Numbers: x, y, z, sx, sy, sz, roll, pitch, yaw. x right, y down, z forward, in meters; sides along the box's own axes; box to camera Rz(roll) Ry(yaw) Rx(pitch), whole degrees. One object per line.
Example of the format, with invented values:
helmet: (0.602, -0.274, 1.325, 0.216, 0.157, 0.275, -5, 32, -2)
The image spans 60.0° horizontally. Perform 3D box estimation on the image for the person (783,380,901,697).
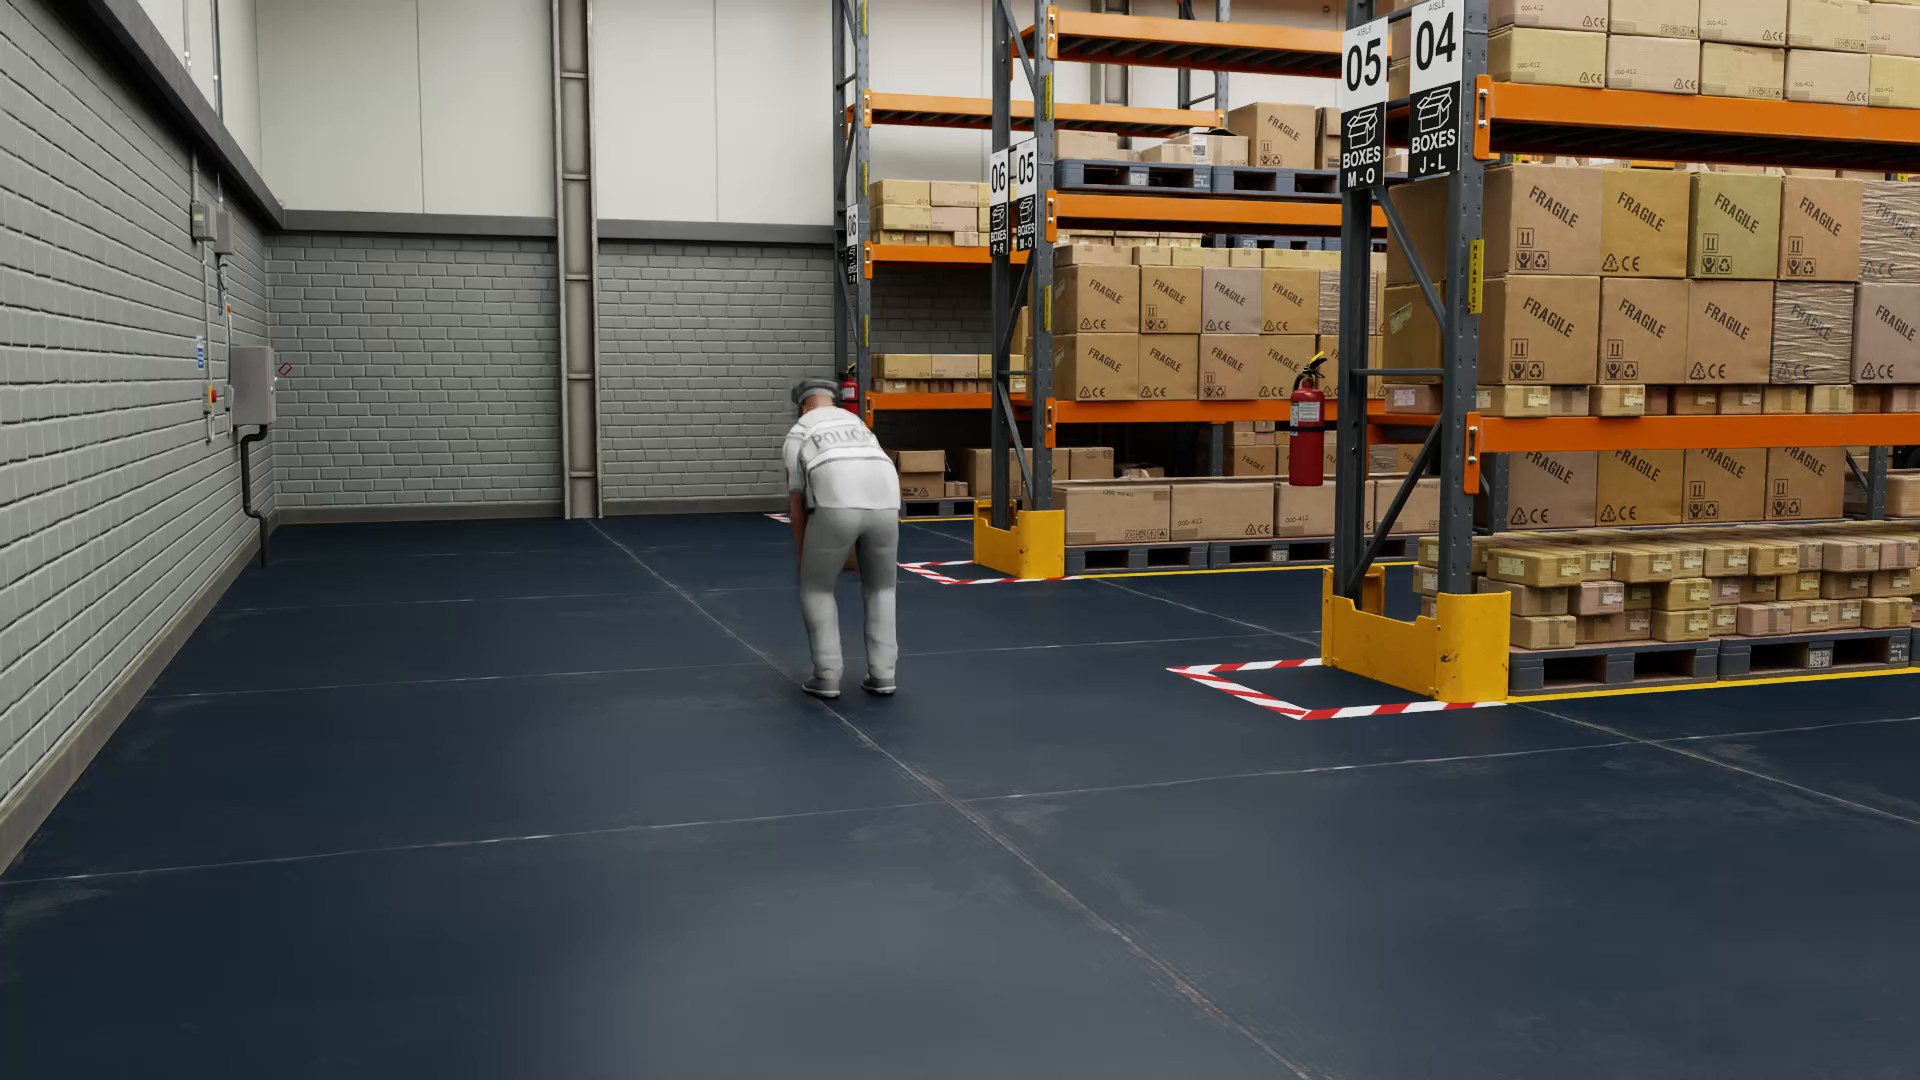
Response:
person: (-0.588, -0.027, 7.983, 0.479, 1.477, 0.919, -2, 6, -20)
